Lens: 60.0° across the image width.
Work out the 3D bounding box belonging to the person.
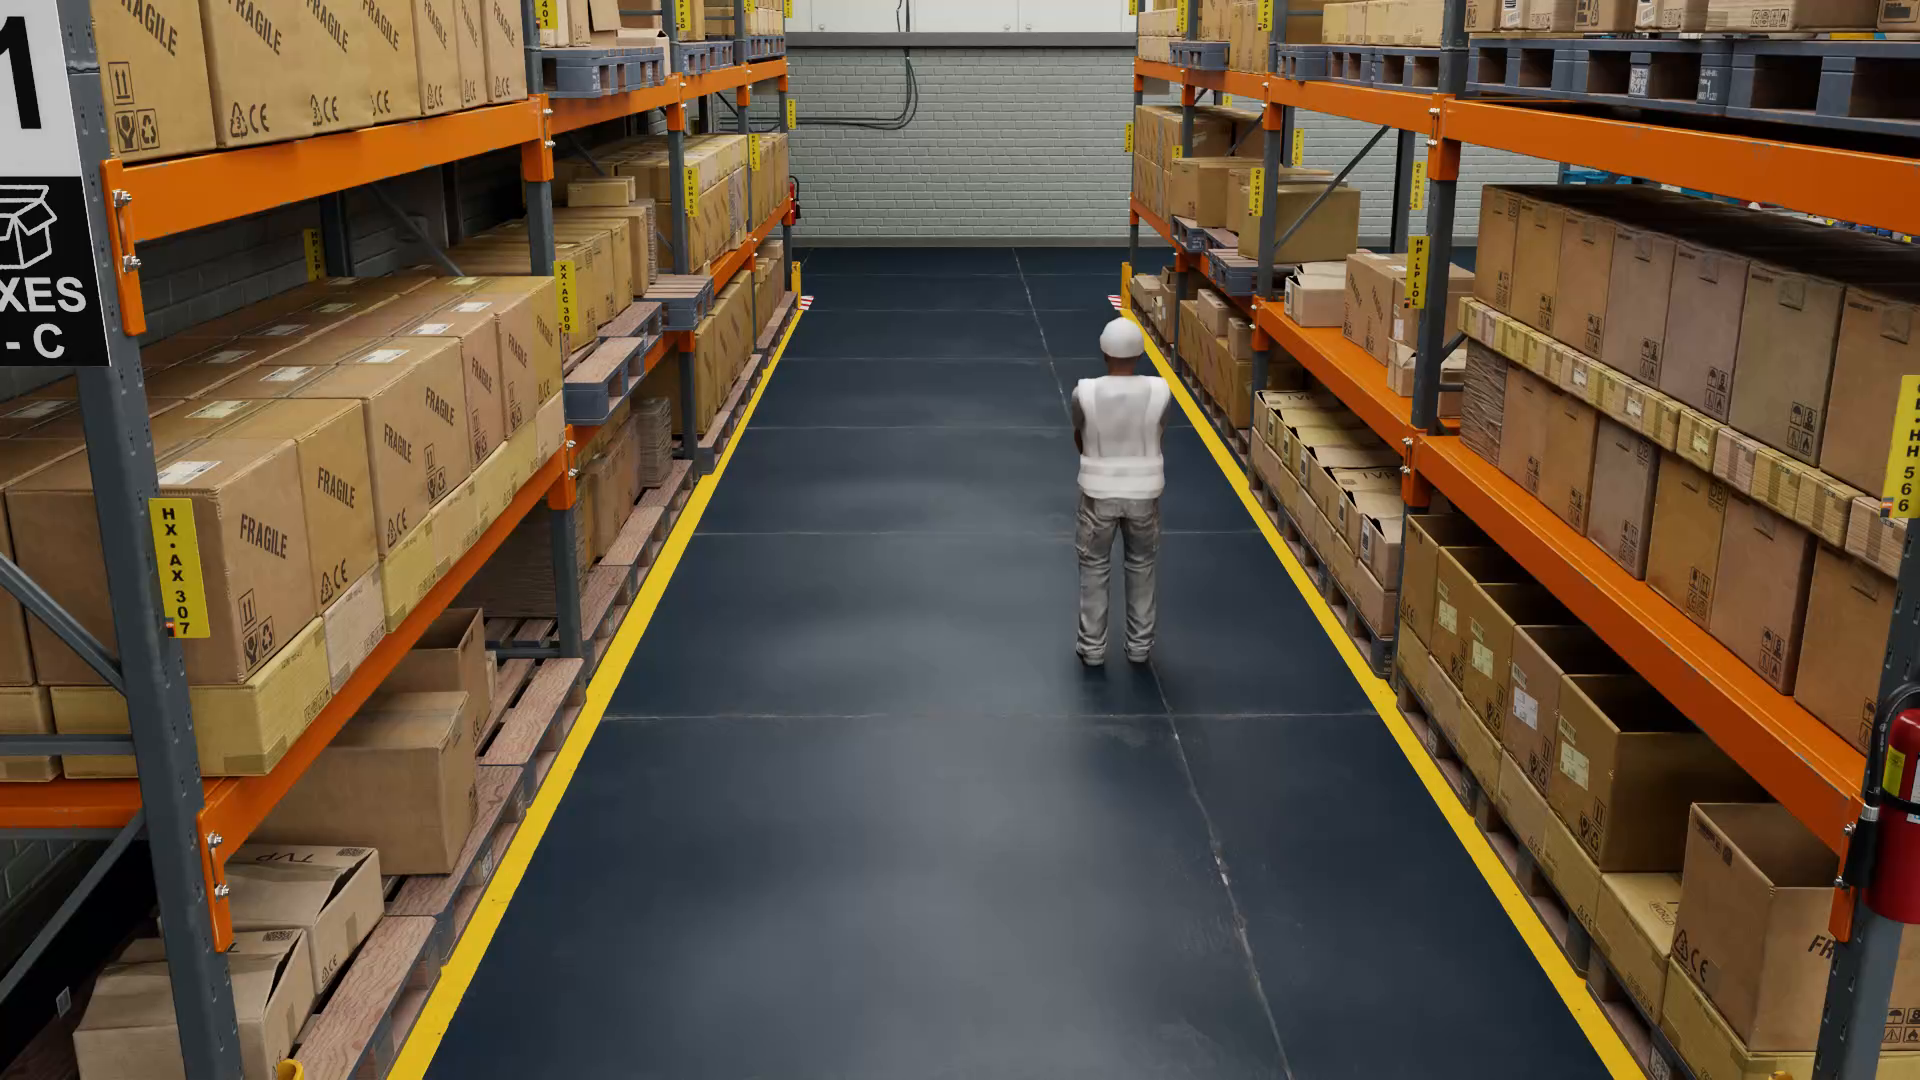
[{"bbox_3d":[0.787,-0.263,8.383,0.487,1.778,0.584,0,17,-1],"label":"person"}]
